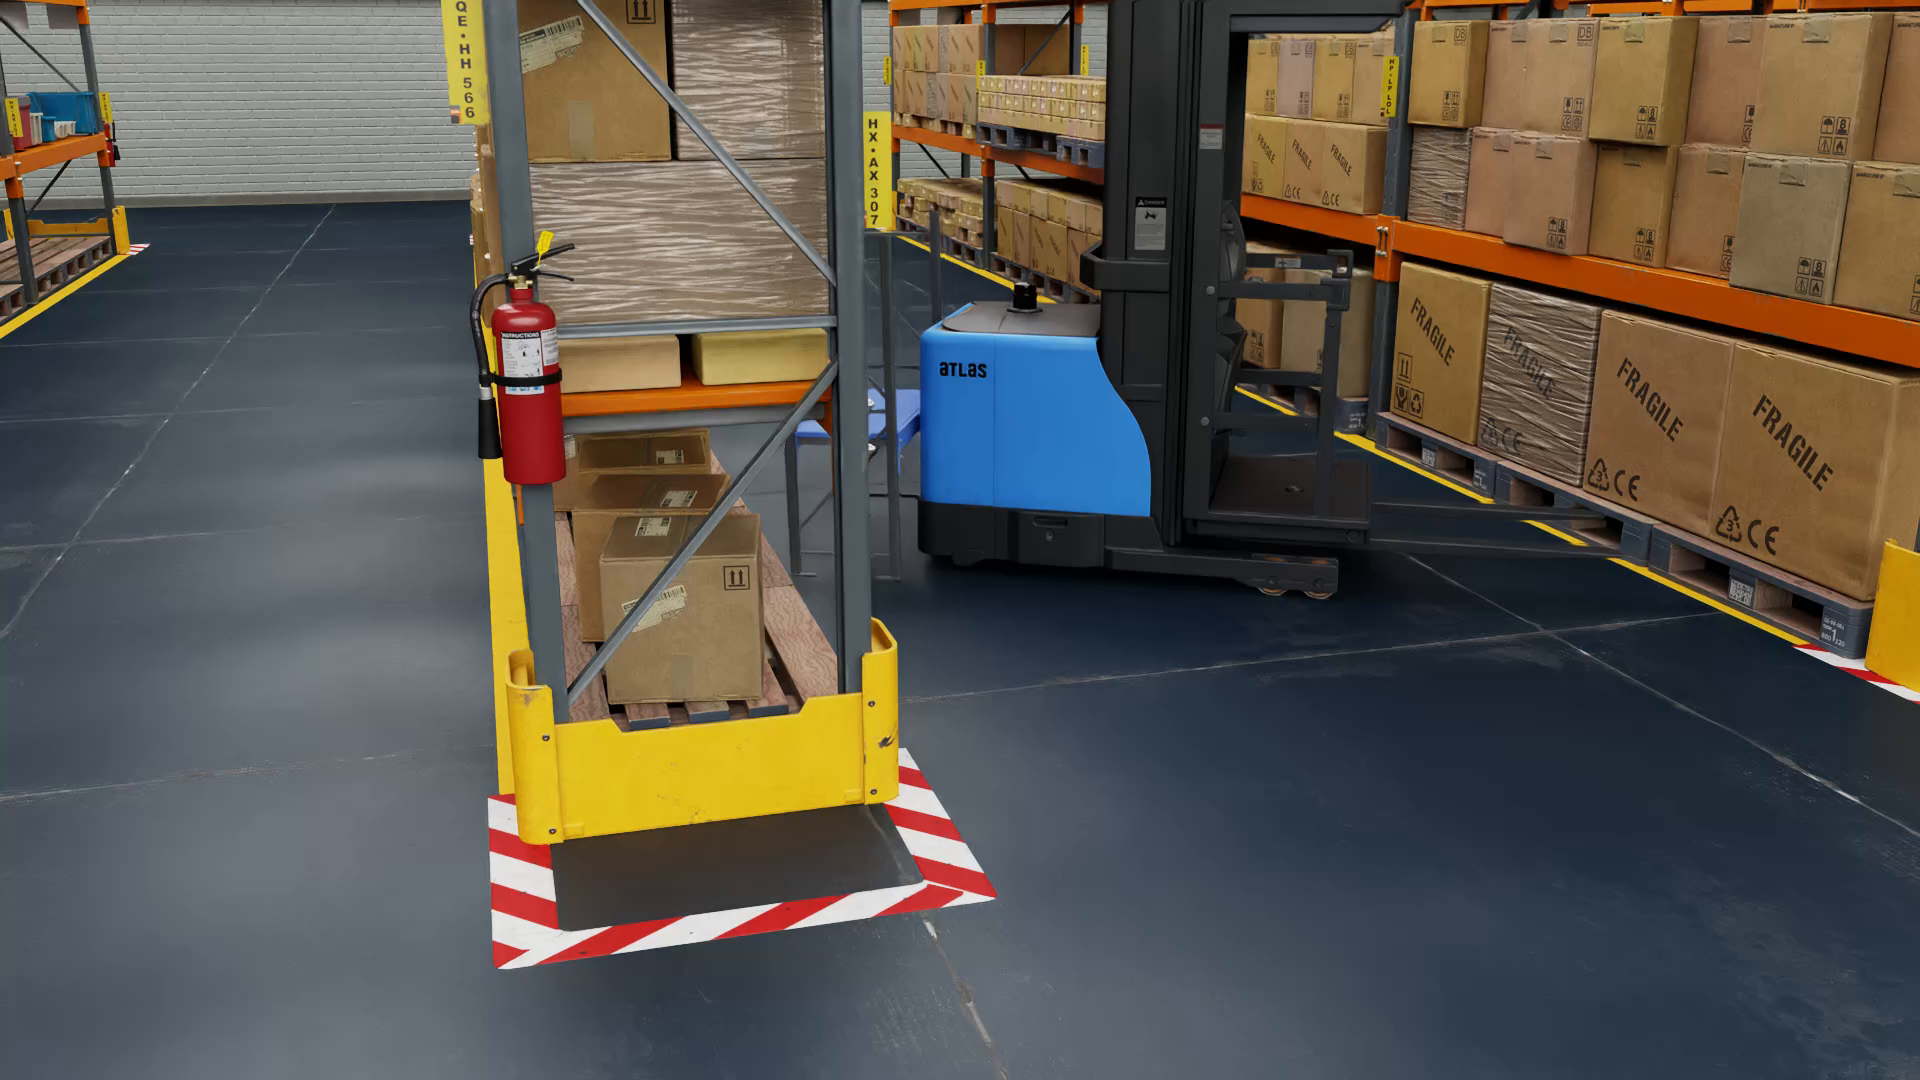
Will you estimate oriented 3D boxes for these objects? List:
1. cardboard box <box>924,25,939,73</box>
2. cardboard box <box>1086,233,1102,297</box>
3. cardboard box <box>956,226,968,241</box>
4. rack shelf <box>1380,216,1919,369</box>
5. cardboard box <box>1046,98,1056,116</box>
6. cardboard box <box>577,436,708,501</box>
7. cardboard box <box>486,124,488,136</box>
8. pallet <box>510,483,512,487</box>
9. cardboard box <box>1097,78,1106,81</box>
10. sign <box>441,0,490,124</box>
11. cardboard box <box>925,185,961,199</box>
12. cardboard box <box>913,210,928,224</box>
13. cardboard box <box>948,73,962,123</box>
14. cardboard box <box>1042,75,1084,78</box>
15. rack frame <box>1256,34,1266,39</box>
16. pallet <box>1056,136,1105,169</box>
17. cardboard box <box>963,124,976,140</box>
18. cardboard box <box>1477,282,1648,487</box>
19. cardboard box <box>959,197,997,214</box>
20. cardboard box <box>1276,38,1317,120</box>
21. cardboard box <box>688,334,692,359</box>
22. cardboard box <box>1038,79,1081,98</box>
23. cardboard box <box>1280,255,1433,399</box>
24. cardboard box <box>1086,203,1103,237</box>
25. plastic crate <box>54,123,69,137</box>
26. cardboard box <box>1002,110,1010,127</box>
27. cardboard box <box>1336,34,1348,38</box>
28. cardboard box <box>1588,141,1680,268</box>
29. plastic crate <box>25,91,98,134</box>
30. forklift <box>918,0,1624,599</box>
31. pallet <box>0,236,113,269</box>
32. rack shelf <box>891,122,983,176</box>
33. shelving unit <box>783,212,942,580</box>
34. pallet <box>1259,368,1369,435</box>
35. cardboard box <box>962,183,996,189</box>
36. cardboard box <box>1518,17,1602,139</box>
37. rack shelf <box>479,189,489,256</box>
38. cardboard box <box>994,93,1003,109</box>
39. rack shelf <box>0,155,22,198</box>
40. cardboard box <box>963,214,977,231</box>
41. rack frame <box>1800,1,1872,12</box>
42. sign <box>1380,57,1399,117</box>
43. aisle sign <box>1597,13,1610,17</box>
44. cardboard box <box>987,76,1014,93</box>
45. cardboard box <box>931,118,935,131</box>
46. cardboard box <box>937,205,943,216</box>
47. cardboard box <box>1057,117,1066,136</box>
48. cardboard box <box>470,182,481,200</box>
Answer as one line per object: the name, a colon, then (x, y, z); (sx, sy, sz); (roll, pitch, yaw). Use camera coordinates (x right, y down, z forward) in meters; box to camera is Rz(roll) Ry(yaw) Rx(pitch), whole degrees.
cardboard box: (-0.089, -5.488, 18.579); (0.500, 0.500, 0.500); (-5, 18, -17)
cardboard box: (1.399, -2.342, 14.150); (0.500, 0.500, 0.500); (-5, 17, -16)
cardboard box: (0.171, -3.347, 18.105); (0.380, 0.149, 0.250); (-5, 18, -17)
rack shelf: (3.480, -1.172, 7.892); (1.077, 0.370, 4.000); (-5, 17, -15)
cardboard box: (0.974, -3.785, 14.528); (0.380, 0.149, 0.250); (-5, 17, -16)
cardboard box: (-1.273, -0.115, 6.735); (0.500, 0.500, 0.500); (-3, 17, -10)
cardboard box: (-1.433, -1.678, 5.894); (0.500, 0.500, 0.500); (-5, 17, -15)
pallet: (-2.081, -0.586, 9.535); (1.003, 0.211, 1.213); (-5, 17, -15)
cardboard box: (1.463, -4.118, 15.120); (0.380, 0.149, 0.250); (-5, 17, -16)
sign: (-1.306, -1.267, 4.394); (0.100, 0.325, 0.005); (-5, 17, -15)
cardboard box: (-0.197, -4.052, 19.420); (0.380, 0.149, 0.250); (-4, 17, -13)
cardboard box: (-0.340, -3.842, 19.752); (0.380, 0.149, 0.250); (-4, 17, -15)
cardboard box: (0.186, -4.729, 17.789); (0.500, 0.500, 0.500); (-5, 17, -17)
cardboard box: (1.030, -4.553, 16.568); (0.380, 0.149, 0.250); (-4, 17, -13)
rack frame: (4.365, -5.809, 22.076); (1.000, 3.000, 0.127); (-5, 17, -15)
pallet: (1.533, -3.273, 13.969); (1.213, 0.211, 1.003); (-5, 17, -15)
cardboard box: (0.253, -4.286, 17.443); (0.380, 0.149, 0.250); (-5, 17, -17)
cardboard box: (3.288, -0.825, 8.448); (0.875, 0.875, 0.875); (-5, 17, -15)
cardboard box: (0.201, -3.617, 17.972); (0.380, 0.149, 0.250); (-5, 17, -16)
cardboard box: (2.507, -3.016, 10.866); (0.700, 0.500, 0.500); (-5, 17, -15)
cardboard box: (-0.666, -0.648, 5.331); (0.380, 0.149, 0.250); (-5, 17, -15)
cardboard box: (0.903, -3.999, 14.725); (0.380, 0.149, 0.250); (-4, 17, -13)
cardboard box: (2.674, -1.358, 10.441); (1.050, 0.750, 0.750); (-5, 17, -16)
cardboard box: (1.392, -2.708, 14.065); (0.500, 0.250, 0.500); (-5, 17, -17)
plastic crate: (-9.462, -4.244, 17.219); (0.396, 0.136, 0.243); (-5, 17, -15)
cardboard box: (0.613, -4.003, 15.772); (0.380, 0.149, 0.250); (-5, 17, -15)
cardboard box: (4.701, -6.025, 19.757); (0.380, 0.149, 0.250); (-5, 17, -15)
cardboard box: (3.494, -1.593, 7.781); (0.875, 0.550, 0.500); (-5, 17, -15)
plastic crate: (-9.654, -4.601, 17.891); (0.616, 0.435, 0.499); (-5, 17, -15)
forklift: (1.382, -1.319, 7.248); (3.031, 2.935, 1.130); (4, 17, 13)
pallet: (-9.737, -3.067, 17.795); (1.003, 0.211, 1.213); (-5, 17, -15)
rack shelf: (0.183, -4.492, 18.942); (1.077, 0.370, 4.000); (-5, 17, -15)
shelving unit: (-0.425, -0.698, 7.652); (0.538, 1.500, 1.048); (2, 17, 11)
pallet: (2.646, -0.942, 10.722); (1.003, 0.211, 1.213); (-5, 17, -15)
cardboard box: (0.239, -4.171, 19.817); (0.380, 0.149, 0.250); (-5, 18, -17)
cardboard box: (3.278, -2.251, 8.095); (0.875, 0.550, 0.550); (-5, 17, -15)
rack shelf: (-2.416, -1.915, 10.363); (1.077, 0.370, 4.000); (-5, 17, -15)
cardboard box: (0.543, -4.218, 15.970); (0.380, 0.149, 0.250); (-4, 17, -14)
rack shelf: (-8.277, -2.629, 12.742); (1.077, 0.370, 4.000); (-5, 17, -15)
cardboard box: (0.254, -3.397, 17.756); (0.380, 0.149, 0.250); (-6, 18, -18)
rack frame: (10.235, -5.096, 19.702); (1.000, 3.000, 0.127); (-5, 17, -15)
sign: (2.412, -2.541, 9.323); (0.100, 0.325, 0.005); (-5, 17, -15)
aisle sign: (8.835, -7.443, 22.997); (0.394, 0.787, 0.004); (-5, 17, -15)
cardboard box: (0.481, -4.427, 16.148); (0.380, 0.149, 0.250); (-4, 17, -14)
cardboard box: (-0.115, -4.726, 18.908); (0.380, 0.149, 0.250); (-4, 17, -13)
cardboard box: (-0.052, -3.844, 19.245); (0.380, 0.149, 0.250); (-4, 17, -12)
cardboard box: (1.051, -3.567, 14.318); (0.380, 0.149, 0.250); (-5, 17, -16)
cardboard box: (-3.623, -2.680, 14.623); (1.225, 0.875, 0.875); (-5, 18, -17)
